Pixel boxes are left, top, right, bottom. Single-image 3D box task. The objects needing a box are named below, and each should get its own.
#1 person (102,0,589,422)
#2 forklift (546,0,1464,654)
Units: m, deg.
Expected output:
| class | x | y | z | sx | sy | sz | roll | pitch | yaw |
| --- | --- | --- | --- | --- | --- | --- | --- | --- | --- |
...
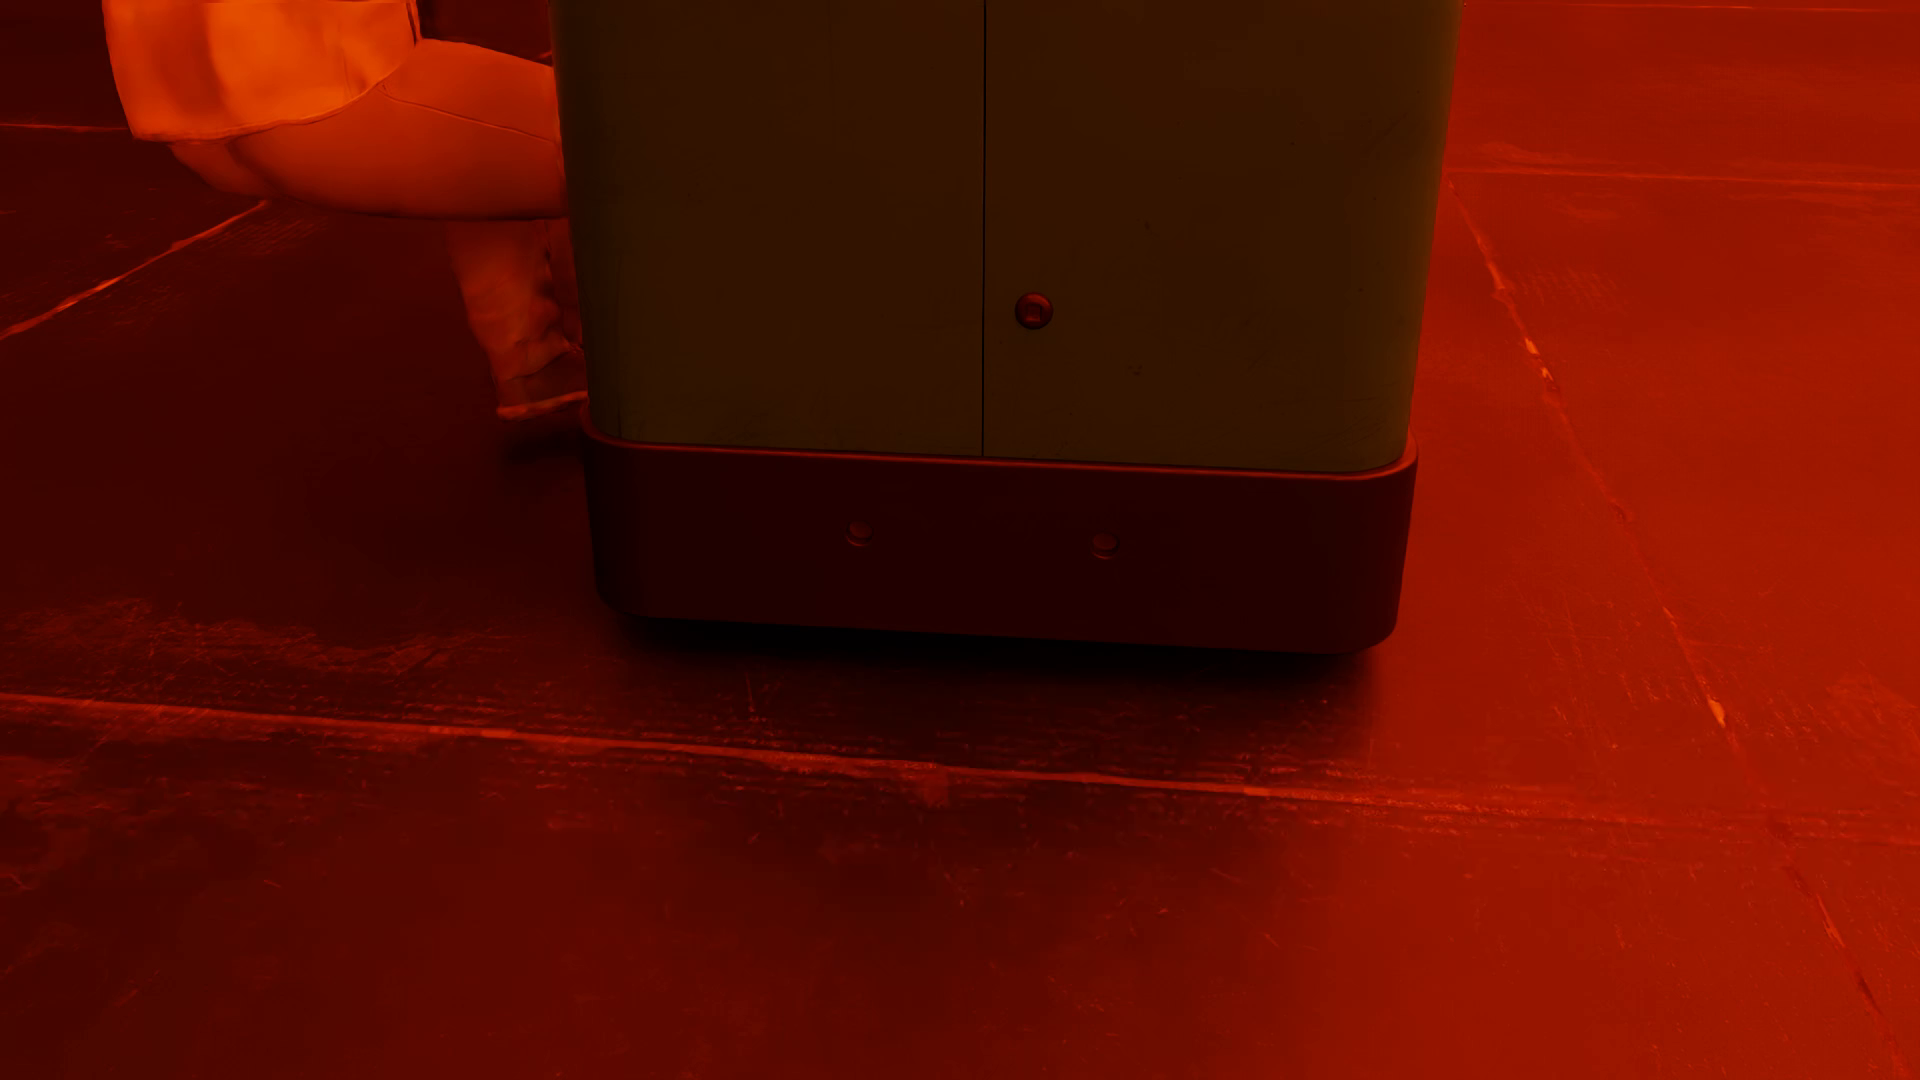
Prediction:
| class | x | y | z | sx | sy | sz | roll | pitch | yaw |
| --- | --- | --- | --- | --- | --- | --- | --- | --- | --- |
| person | -0.965 | -0.789 | 2.543 | 1.415 | 1.442 | 0.741 | 16 | 31 | 29 |
| forklift | 0.192 | -1.798 | 2.820 | 1.130 | 2.935 | 3.031 | 3 | 27 | 6 |
